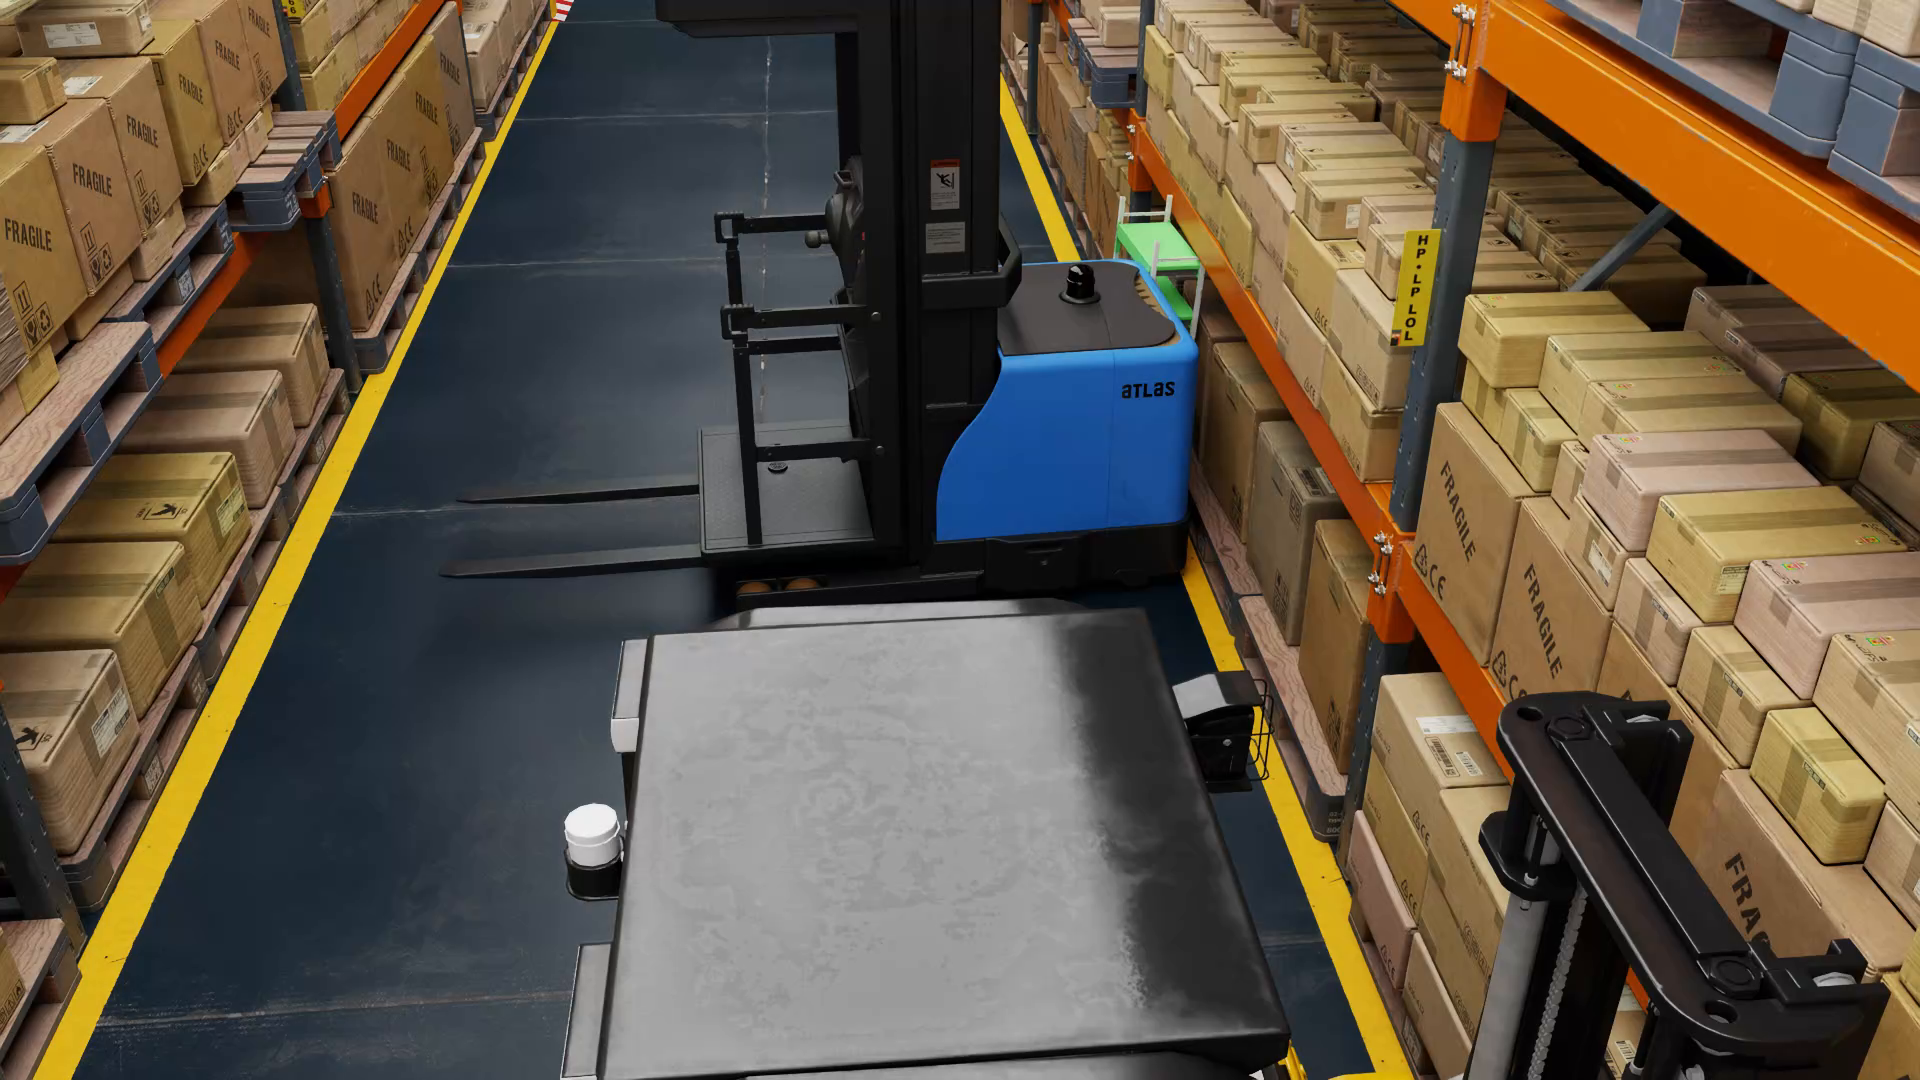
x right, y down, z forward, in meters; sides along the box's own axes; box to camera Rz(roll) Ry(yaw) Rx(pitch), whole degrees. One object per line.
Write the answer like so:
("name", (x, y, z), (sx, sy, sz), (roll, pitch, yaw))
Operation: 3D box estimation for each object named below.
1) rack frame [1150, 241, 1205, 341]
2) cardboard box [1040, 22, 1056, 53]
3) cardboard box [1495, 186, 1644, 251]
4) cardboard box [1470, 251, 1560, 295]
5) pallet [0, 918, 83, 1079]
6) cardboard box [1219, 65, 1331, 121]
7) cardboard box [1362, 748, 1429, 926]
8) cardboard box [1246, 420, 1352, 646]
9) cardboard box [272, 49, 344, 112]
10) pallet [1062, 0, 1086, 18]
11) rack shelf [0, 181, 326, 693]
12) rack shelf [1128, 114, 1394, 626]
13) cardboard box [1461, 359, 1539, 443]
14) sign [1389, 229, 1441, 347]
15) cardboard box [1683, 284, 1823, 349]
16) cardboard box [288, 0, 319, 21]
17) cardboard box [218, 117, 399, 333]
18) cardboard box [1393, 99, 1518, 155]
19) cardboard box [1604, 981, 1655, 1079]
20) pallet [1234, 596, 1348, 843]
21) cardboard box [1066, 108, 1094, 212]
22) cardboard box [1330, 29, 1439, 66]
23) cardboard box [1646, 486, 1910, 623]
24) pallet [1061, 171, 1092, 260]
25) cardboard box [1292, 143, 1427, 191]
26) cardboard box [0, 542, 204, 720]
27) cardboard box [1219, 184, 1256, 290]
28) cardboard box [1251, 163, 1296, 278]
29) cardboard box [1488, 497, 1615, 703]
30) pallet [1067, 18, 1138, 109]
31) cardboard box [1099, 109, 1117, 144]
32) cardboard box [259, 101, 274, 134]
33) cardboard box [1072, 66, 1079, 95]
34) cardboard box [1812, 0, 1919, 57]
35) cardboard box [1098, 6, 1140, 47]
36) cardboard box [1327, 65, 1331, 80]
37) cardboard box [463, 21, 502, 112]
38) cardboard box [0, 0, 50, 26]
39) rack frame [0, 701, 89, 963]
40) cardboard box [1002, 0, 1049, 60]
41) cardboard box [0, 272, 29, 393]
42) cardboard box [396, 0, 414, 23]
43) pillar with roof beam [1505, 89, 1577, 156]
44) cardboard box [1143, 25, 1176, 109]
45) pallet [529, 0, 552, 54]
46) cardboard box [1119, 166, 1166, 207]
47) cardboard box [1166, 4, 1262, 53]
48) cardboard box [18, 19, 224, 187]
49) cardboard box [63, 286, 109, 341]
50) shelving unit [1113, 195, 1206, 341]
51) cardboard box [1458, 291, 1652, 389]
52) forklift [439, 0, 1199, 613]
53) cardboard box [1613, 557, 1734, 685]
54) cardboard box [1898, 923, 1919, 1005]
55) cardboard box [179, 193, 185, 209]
("rack frame", (0.900, -0.758, 7.318), (0.240, 1.200, 0.015), (-4, 34, -12))
("cardboard box", (0.762, -3.504, 11.586), (0.380, 0.149, 0.250), (-1, 31, -2))
("cardboard box", (1.926, -1.008, 5.282), (0.380, 0.149, 0.250), (-3, 31, -5))
("cardboard box", (1.488, -0.715, 4.791), (0.380, 0.149, 0.250), (-2, 31, -3))
("pallet", (-3.103, 1.549, 4.452), (1.003, 0.211, 1.213), (-3, 31, -5))
("cardboard box", (1.235, -1.758, 6.538), (0.380, 0.149, 0.250), (-2, 31, -4))
("cardboard box", (1.479, 0.818, 4.740), (0.500, 0.250, 0.500), (-3, 31, -5))
("cardboard box", (1.616, -0.053, 6.319), (0.875, 0.625, 0.625), (-3, 31, -5))
("cardboard box", (-3.370, -2.230, 8.204), (0.500, 0.250, 0.500), (-3, 31, -5))
("pallet", (1.181, -3.182, 9.839), (1.003, 0.211, 1.213), (-3, 31, -5))
("rack shelf", (-3.388, -0.702, 6.202), (1.077, 0.370, 4.000), (-3, 31, -5))
("rack shelf", (1.554, -0.942, 6.603), (1.077, 0.370, 4.000), (-3, 31, -5))
("cardboard box", (1.509, -0.376, 4.224), (0.380, 0.149, 0.250), (-3, 31, -5))
("sign", (1.202, -0.662, 4.381), (0.100, 0.325, 0.005), (-3, 31, -5))
("cardboard box", (2.072, -0.530, 4.192), (0.380, 0.149, 0.250), (-3, 31, -4))
("cardboard box", (-3.377, -2.768, 7.886), (0.500, 0.500, 0.500), (-4, 31, -6))
("cardboard box", (-3.556, -1.657, 8.761), (0.875, 0.875, 0.875), (-3, 31, -5))
("cardboard box", (1.826, -1.521, 6.142), (0.380, 0.149, 0.250), (-2, 31, -4))
("cardboard box", (1.569, 1.118, 3.749), (0.500, 0.250, 0.500), (-2, 31, -3))
("pallet", (1.633, 0.593, 6.051), (1.003, 0.211, 1.213), (-3, 31, -5))
("cardboard box", (0.959, -2.372, 10.324), (0.500, 0.500, 0.500), (-4, 31, -6))
("cardboard box", (1.791, -2.051, 7.029), (0.380, 0.149, 0.250), (-3, 31, -6))
("cardboard box", (1.595, 0.025, 3.263), (0.380, 0.149, 0.250), (-3, 31, -5))
("pallet", (1.224, -2.079, 10.525), (1.003, 0.211, 1.213), (-3, 31, -5))
("cardboard box", (1.357, -1.238, 5.667), (0.380, 0.149, 0.250), (-3, 31, -6))
("cardboard box", (-3.323, 0.323, 5.936), (0.950, 0.372, 0.625), (-1, 31, -1))
("cardboard box", (1.309, -1.185, 6.454), (0.500, 0.250, 0.500), (-2, 31, -3))
("cardboard box", (1.343, -1.142, 5.895), (0.500, 0.250, 0.500), (-2, 31, -4))
("cardboard box", (1.588, 0.232, 3.839), (0.500, 0.500, 0.500), (-2, 31, -4))
("pallet", (1.234, -2.532, 8.751), (1.213, 0.211, 1.003), (-3, 31, -5))
("cardboard box", (1.029, -2.436, 9.799), (0.380, 0.149, 0.250), (-3, 31, -5))
("cardboard box", (-3.212, -1.815, 7.199), (0.380, 0.149, 0.250), (-2, 31, -4))
("cardboard box", (0.926, -2.967, 10.687), (0.380, 0.149, 0.250), (-3, 31, -5))
("cardboard box", (1.577, -0.911, 2.548), (0.396, 0.266, 0.258), (-3, 31, -6))
("cardboard box", (0.924, -2.661, 8.616), (0.380, 0.149, 0.250), (-2, 31, -4))
("cardboard box", (1.735, -1.945, 7.240), (0.500, 0.250, 0.500), (-2, 31, -4))
("cardboard box", (-3.900, -3.480, 12.240), (0.875, 0.438, 0.875), (-3, 31, -5))
("cardboard box", (-3.707, -1.876, 6.669), (0.500, 0.500, 0.500), (-1, 31, -2))
("rack frame", (-3.201, 0.010, 4.308), (1.000, 3.000, 0.127), (-3, 31, -5))
("cardboard box", (0.721, -4.178, 13.348), (0.700, 0.500, 0.500), (-4, 31, -6))
("cardboard box", (-2.959, -0.594, 4.522), (0.500, 0.500, 0.500), (-2, 31, -3))
("cardboard box", (-3.581, -3.274, 9.953), (0.500, 0.250, 0.500), (-4, 31, -6))
("pillar with roof beam", (-1.900, -4.019, 5.202), (9.100, 9.000, 0.400), (-3, 31, -5))
("cardboard box", (1.141, -2.183, 7.638), (0.500, 0.250, 0.500), (-3, 31, -5))
("pallet", (-4.169, -4.515, 14.603), (1.003, 0.211, 1.213), (-3, 31, -5))
("cardboard box", (1.069, -1.897, 8.897), (0.380, 0.149, 0.250), (-4, 31, -7))
("cardboard box", (1.130, -2.280, 7.412), (0.380, 0.149, 0.250), (-2, 31, -4))
("cardboard box", (-3.148, -1.643, 6.279), (0.500, 0.500, 0.500), (-5, 31, -8))
("cardboard box", (-3.037, -0.762, 5.436), (0.380, 0.149, 0.250), (-2, 31, -4))
("shelving unit", (0.848, -0.892, 7.515), (0.258, 1.200, 0.503), (-4, 34, -12))
("cardboard box", (1.475, -0.502, 4.145), (0.380, 0.149, 0.250), (-2, 31, -4))
("forklift", (-0.616, -1.211, 6.419), (3.031, 2.935, 1.130), (-4, 31, -7))
("cardboard box", (1.559, 0.152, 3.341), (0.380, 0.149, 0.250), (-3, 31, -5))
("cardboard box", (1.659, 0.674, 2.467), (0.380, 0.149, 0.250), (-3, 31, -4))
("cardboard box", (-3.191, -1.285, 6.312), (0.380, 0.149, 0.250), (-3, 31, -4))
